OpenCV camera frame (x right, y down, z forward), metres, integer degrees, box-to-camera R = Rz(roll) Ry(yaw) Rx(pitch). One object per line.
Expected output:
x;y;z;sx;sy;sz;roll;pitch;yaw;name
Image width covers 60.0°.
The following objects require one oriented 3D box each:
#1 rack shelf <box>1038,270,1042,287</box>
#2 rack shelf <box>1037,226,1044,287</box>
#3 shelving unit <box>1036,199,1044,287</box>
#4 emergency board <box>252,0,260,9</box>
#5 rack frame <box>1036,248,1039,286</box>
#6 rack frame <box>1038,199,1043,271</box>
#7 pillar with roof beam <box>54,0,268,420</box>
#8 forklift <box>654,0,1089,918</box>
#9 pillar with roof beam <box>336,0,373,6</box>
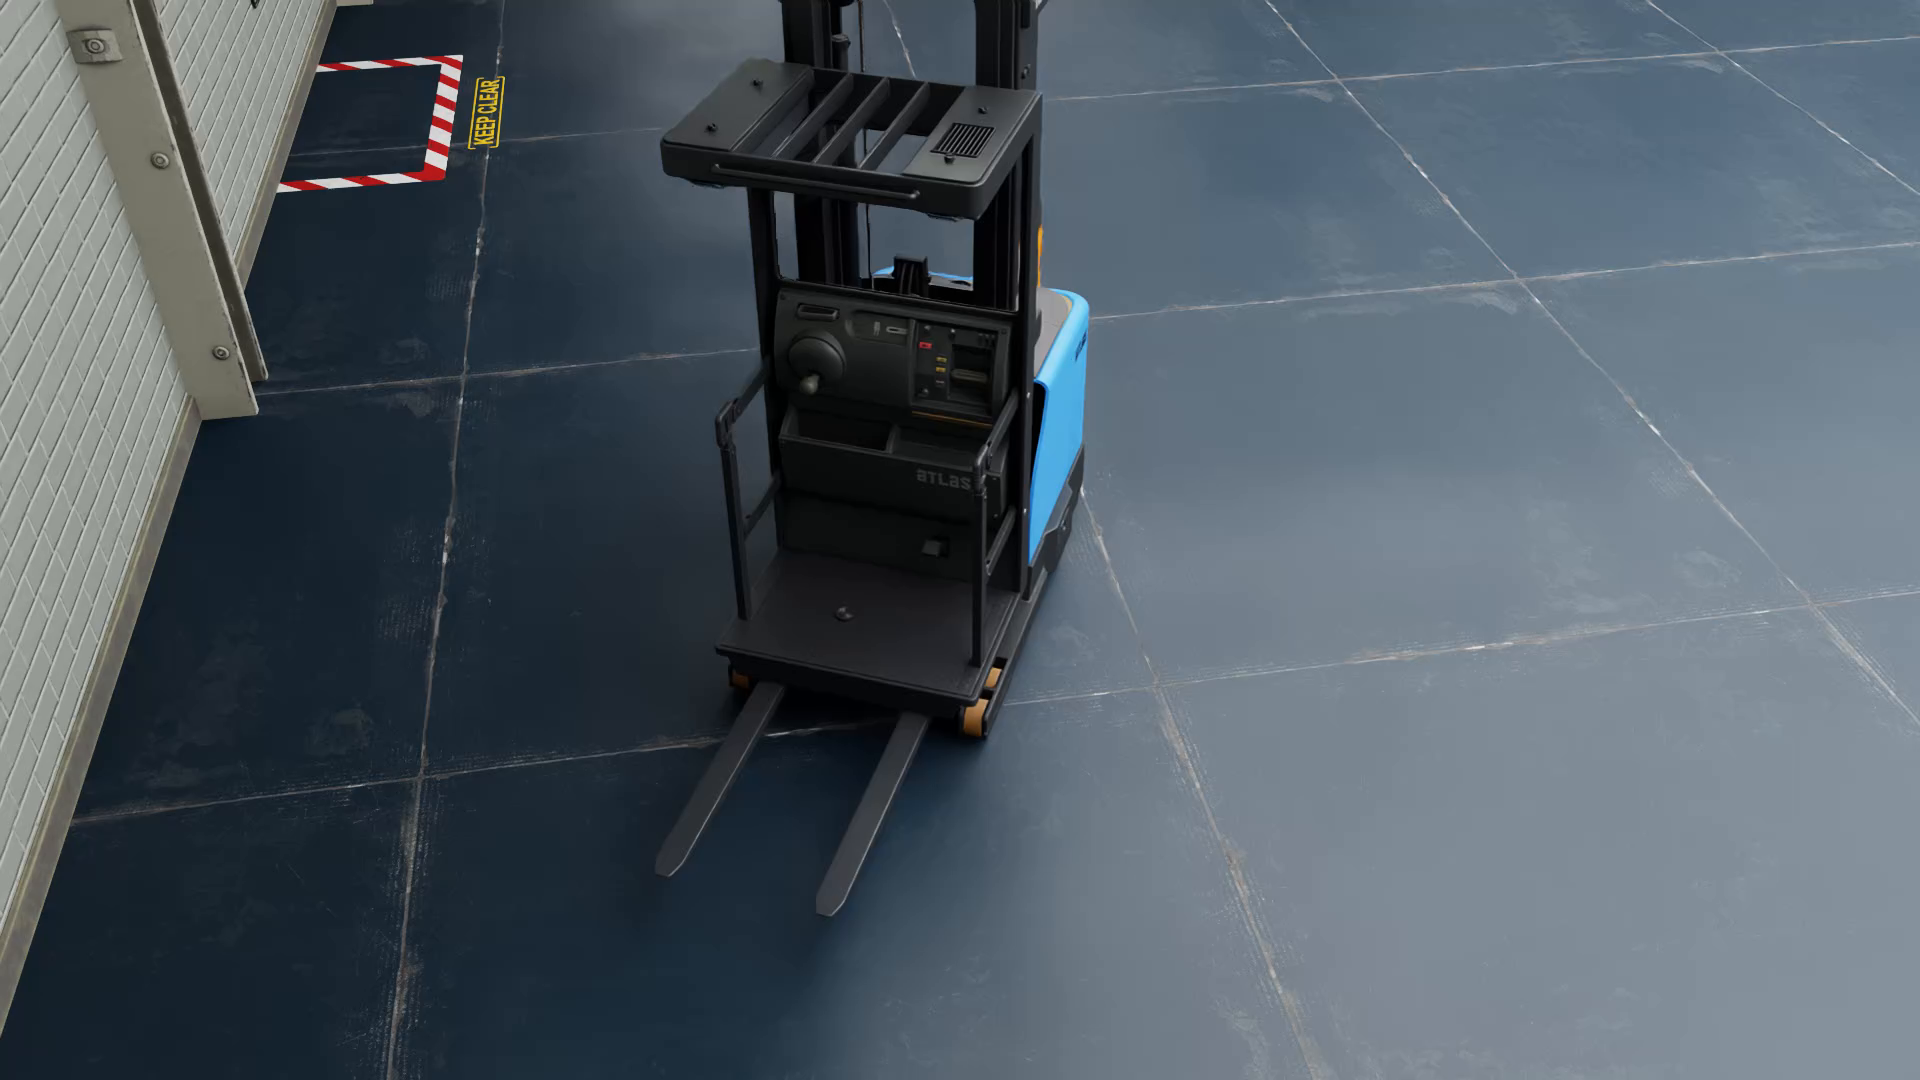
0.253;-1.115;7.952;0.258;0.148;0.480;3;38;4;rack shelf
0.253;-1.302;7.807;0.258;0.148;0.480;3;38;4;rack shelf
0.253;-0.992;8.048;0.258;1.200;0.503;3;38;4;shelving unit
-4.487;-4.054;10.523;0.157;1.169;0.626;-6;38;-8;emergency board
0.234;-0.842;7.856;0.240;1.200;0.015;3;38;4;rack frame
0.273;-1.141;8.241;0.240;1.200;0.015;3;38;4;rack frame
0.424;-4.766;6.550;9.100;9.000;0.400;-6;38;-8;pillar with roof beam
-0.325;-0.632;6.175;1.130;2.935;3.031;11;39;13;forklift
-0.628;-8.390;11.215;9.100;9.000;0.400;-6;38;-8;pillar with roof beam
